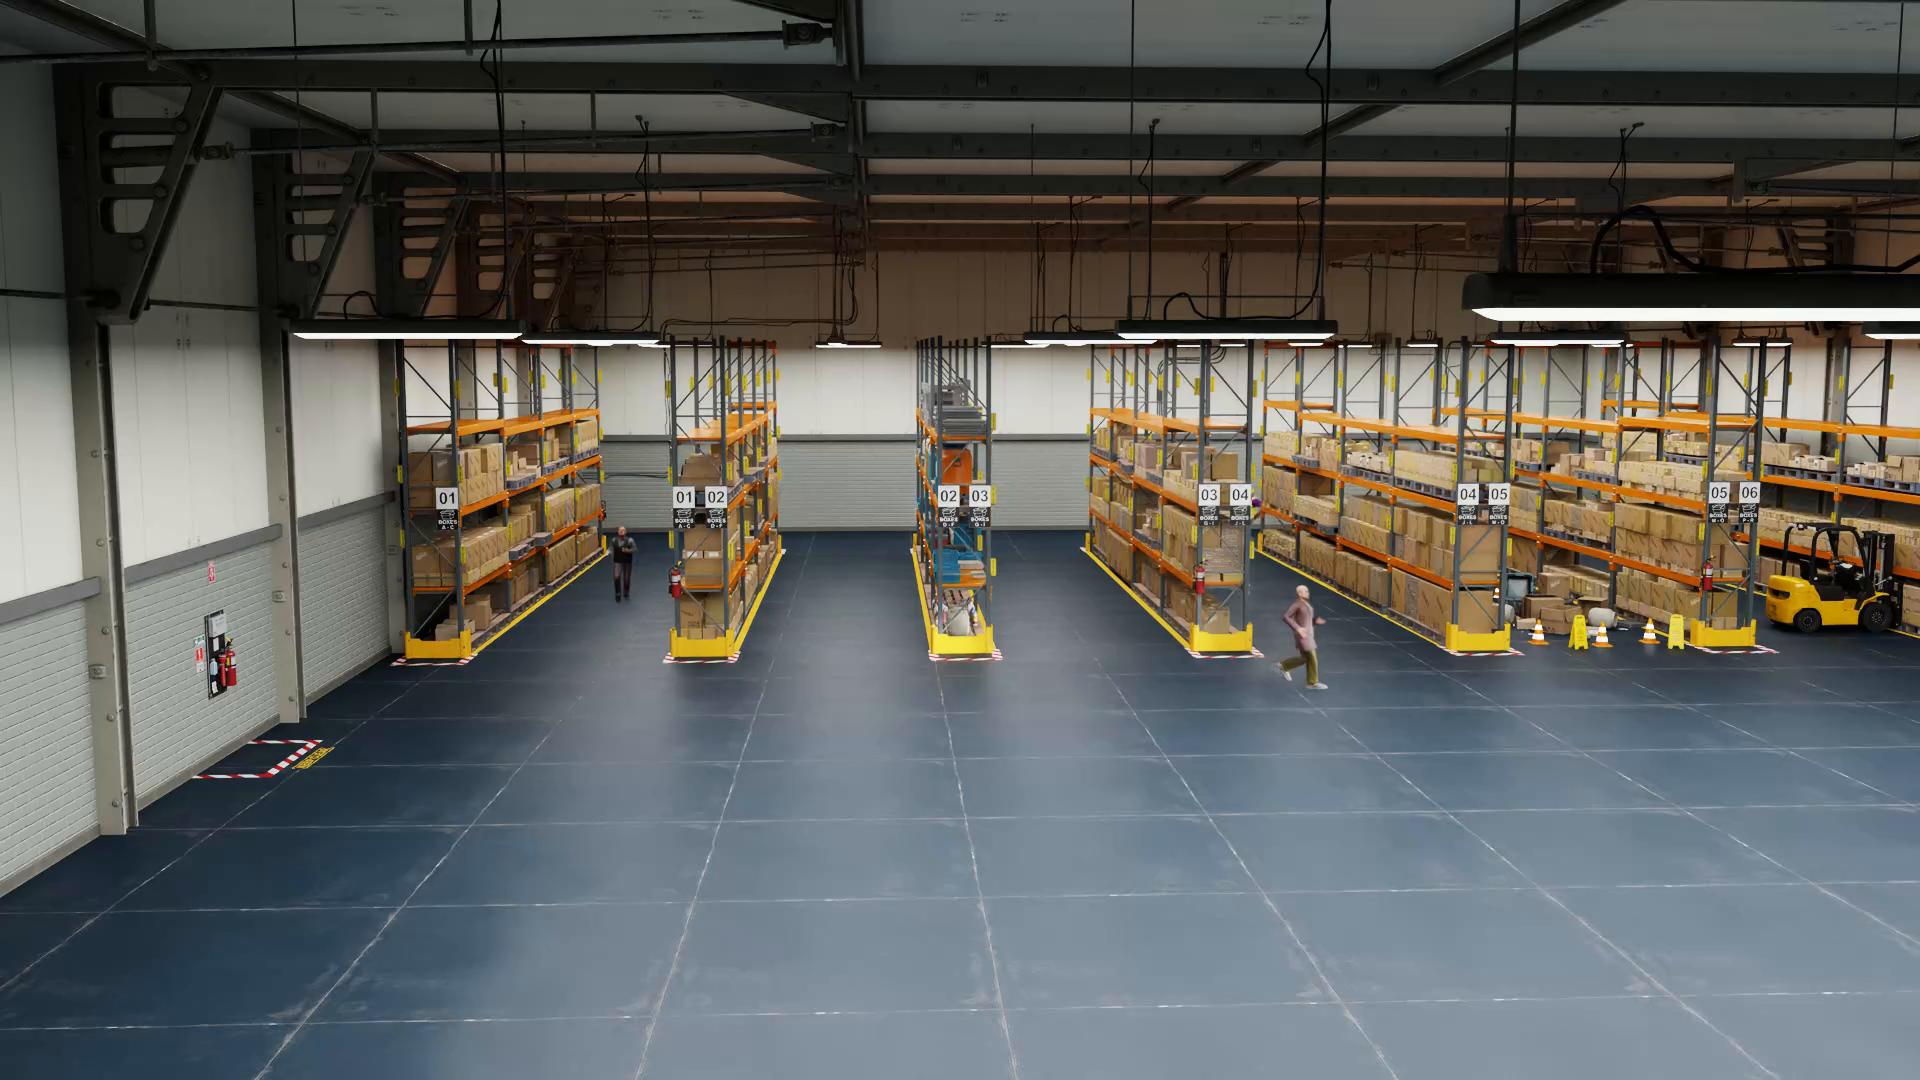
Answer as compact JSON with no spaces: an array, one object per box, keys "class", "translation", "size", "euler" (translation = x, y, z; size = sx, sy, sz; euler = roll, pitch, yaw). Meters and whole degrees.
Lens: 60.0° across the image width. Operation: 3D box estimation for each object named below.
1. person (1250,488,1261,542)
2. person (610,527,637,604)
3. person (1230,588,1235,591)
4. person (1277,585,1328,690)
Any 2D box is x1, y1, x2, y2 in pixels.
[{"class":"person","translation":[8.427,-0.647,48.636],"size":[0.666,1.759,0.764],"euler":[-3,7,-26]},{"class":"person","translation":[-7.701,0.566,38.085],"size":[0.635,1.770,0.795],"euler":[-1,7,-7]},{"class":"person","translation":[6.377,0.305,40.017],"size":[0.707,1.842,0.716],"euler":[-1,7,-9]},{"class":"person","translation":[5.816,1.643,28.262],"size":[0.964,1.751,0.720],"euler":[4,8,34]}]
